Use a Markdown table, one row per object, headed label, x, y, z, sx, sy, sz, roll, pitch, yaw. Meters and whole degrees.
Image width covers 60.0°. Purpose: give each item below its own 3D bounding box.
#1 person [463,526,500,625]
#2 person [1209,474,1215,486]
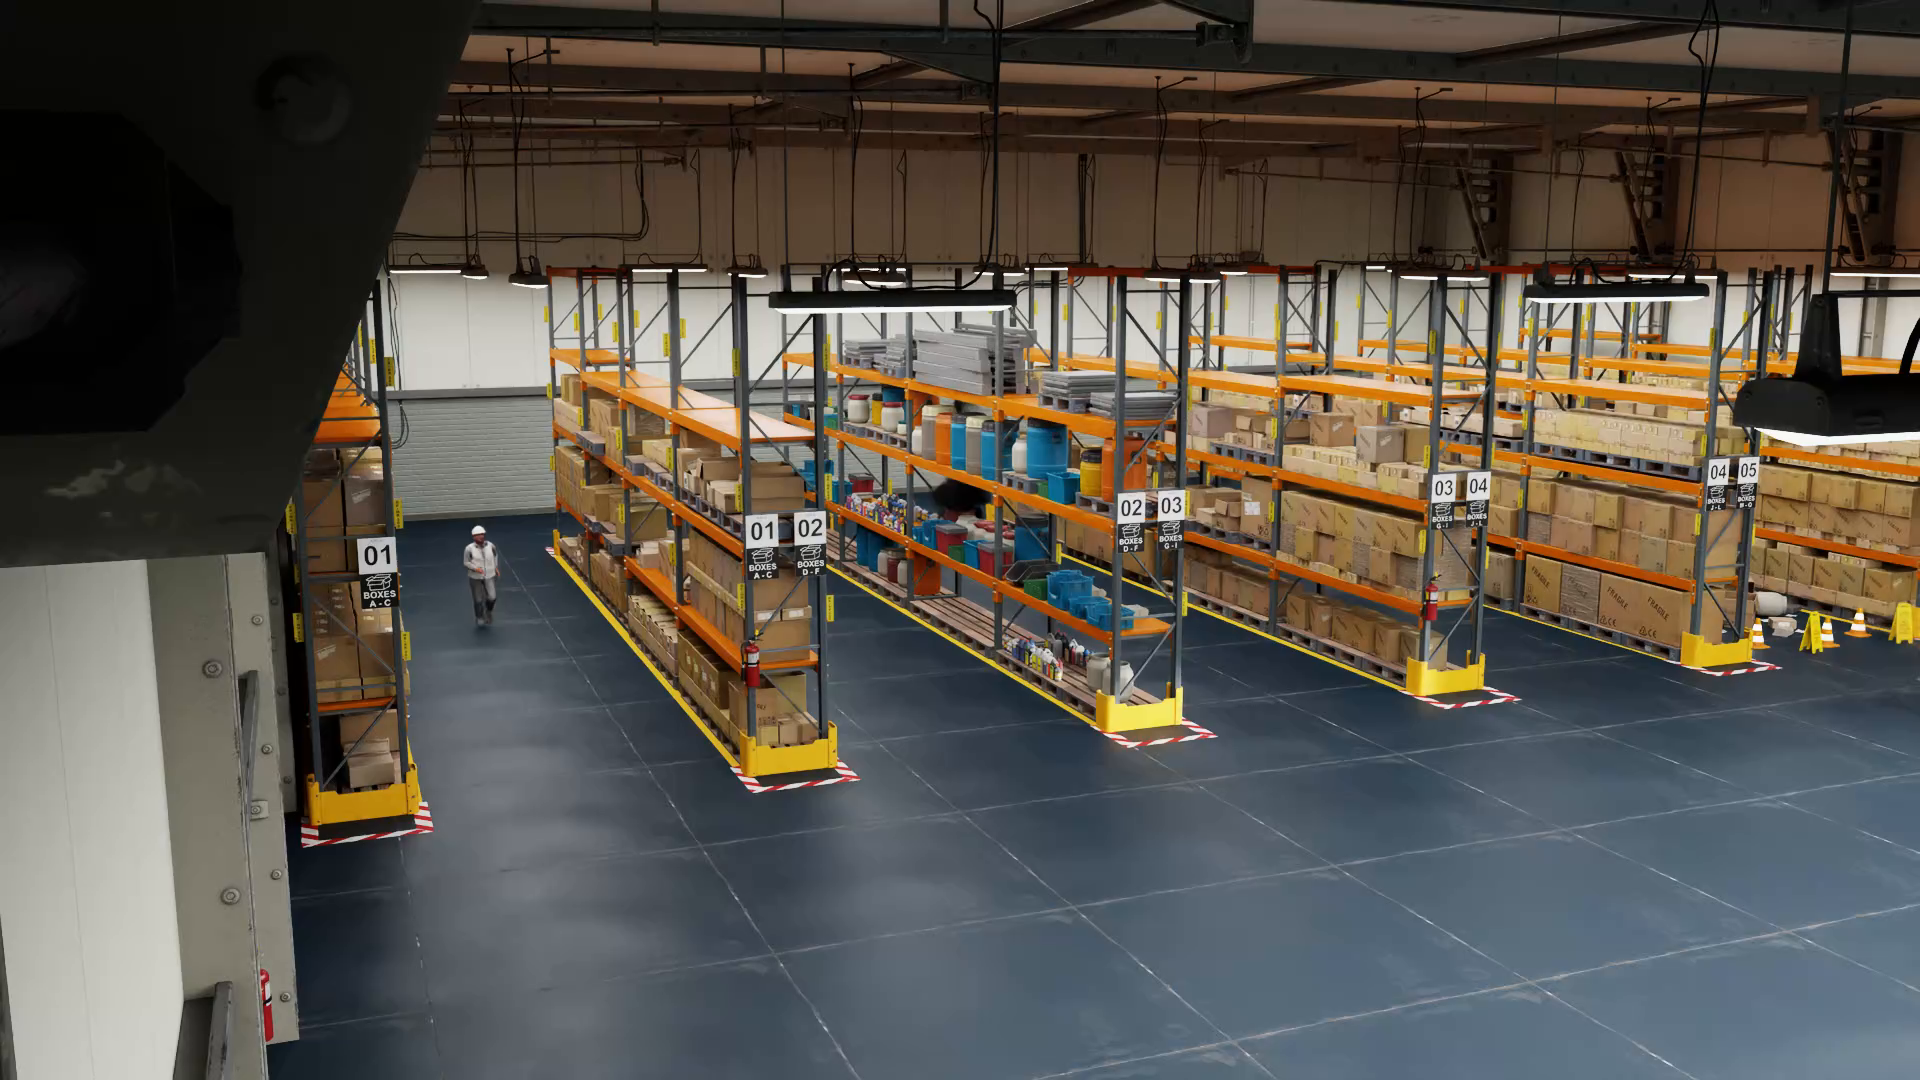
| label | x | y | z | sx | sy | sz | roll | pitch | yaw |
| --- | --- | --- | --- | --- | --- | --- | --- | --- | --- |
| person | -8.047 | 0.615 | 28.049 | 0.633 | 1.730 | 0.719 | -5 | 11 | -29 |
| person | 6.252 | -1.690 | 41.436 | 0.548 | 1.715 | 0.739 | 3 | 10 | 14 |
